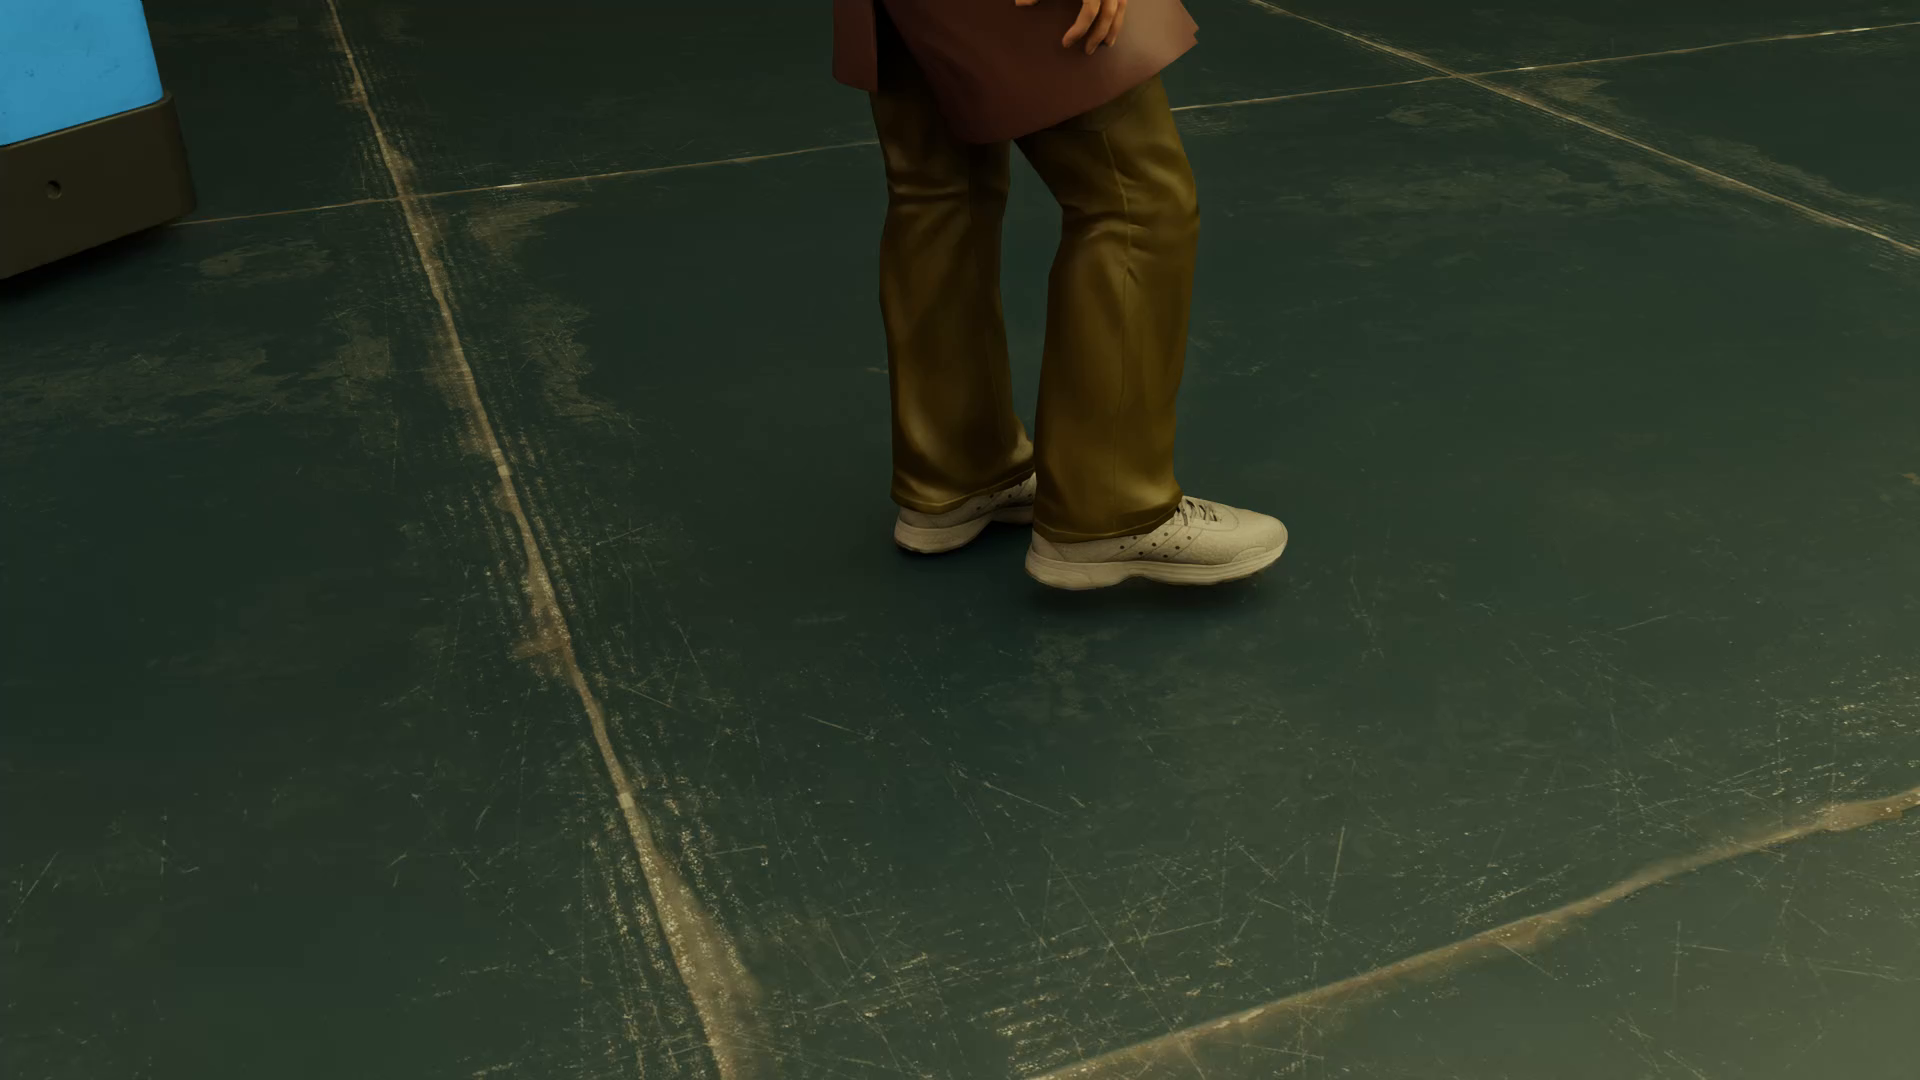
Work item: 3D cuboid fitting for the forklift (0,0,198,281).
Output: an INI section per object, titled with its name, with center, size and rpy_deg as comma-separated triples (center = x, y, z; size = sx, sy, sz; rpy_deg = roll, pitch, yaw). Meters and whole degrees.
[forklift]
center = -3.214, -2.062, 3.158
size = 3.031, 2.935, 1.130
rpy_deg = 14, 33, 23

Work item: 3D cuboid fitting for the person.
[person]
center = 0.087, -0.794, 2.084
size = 0.580, 1.777, 0.696
rpy_deg = -11, 32, -19
